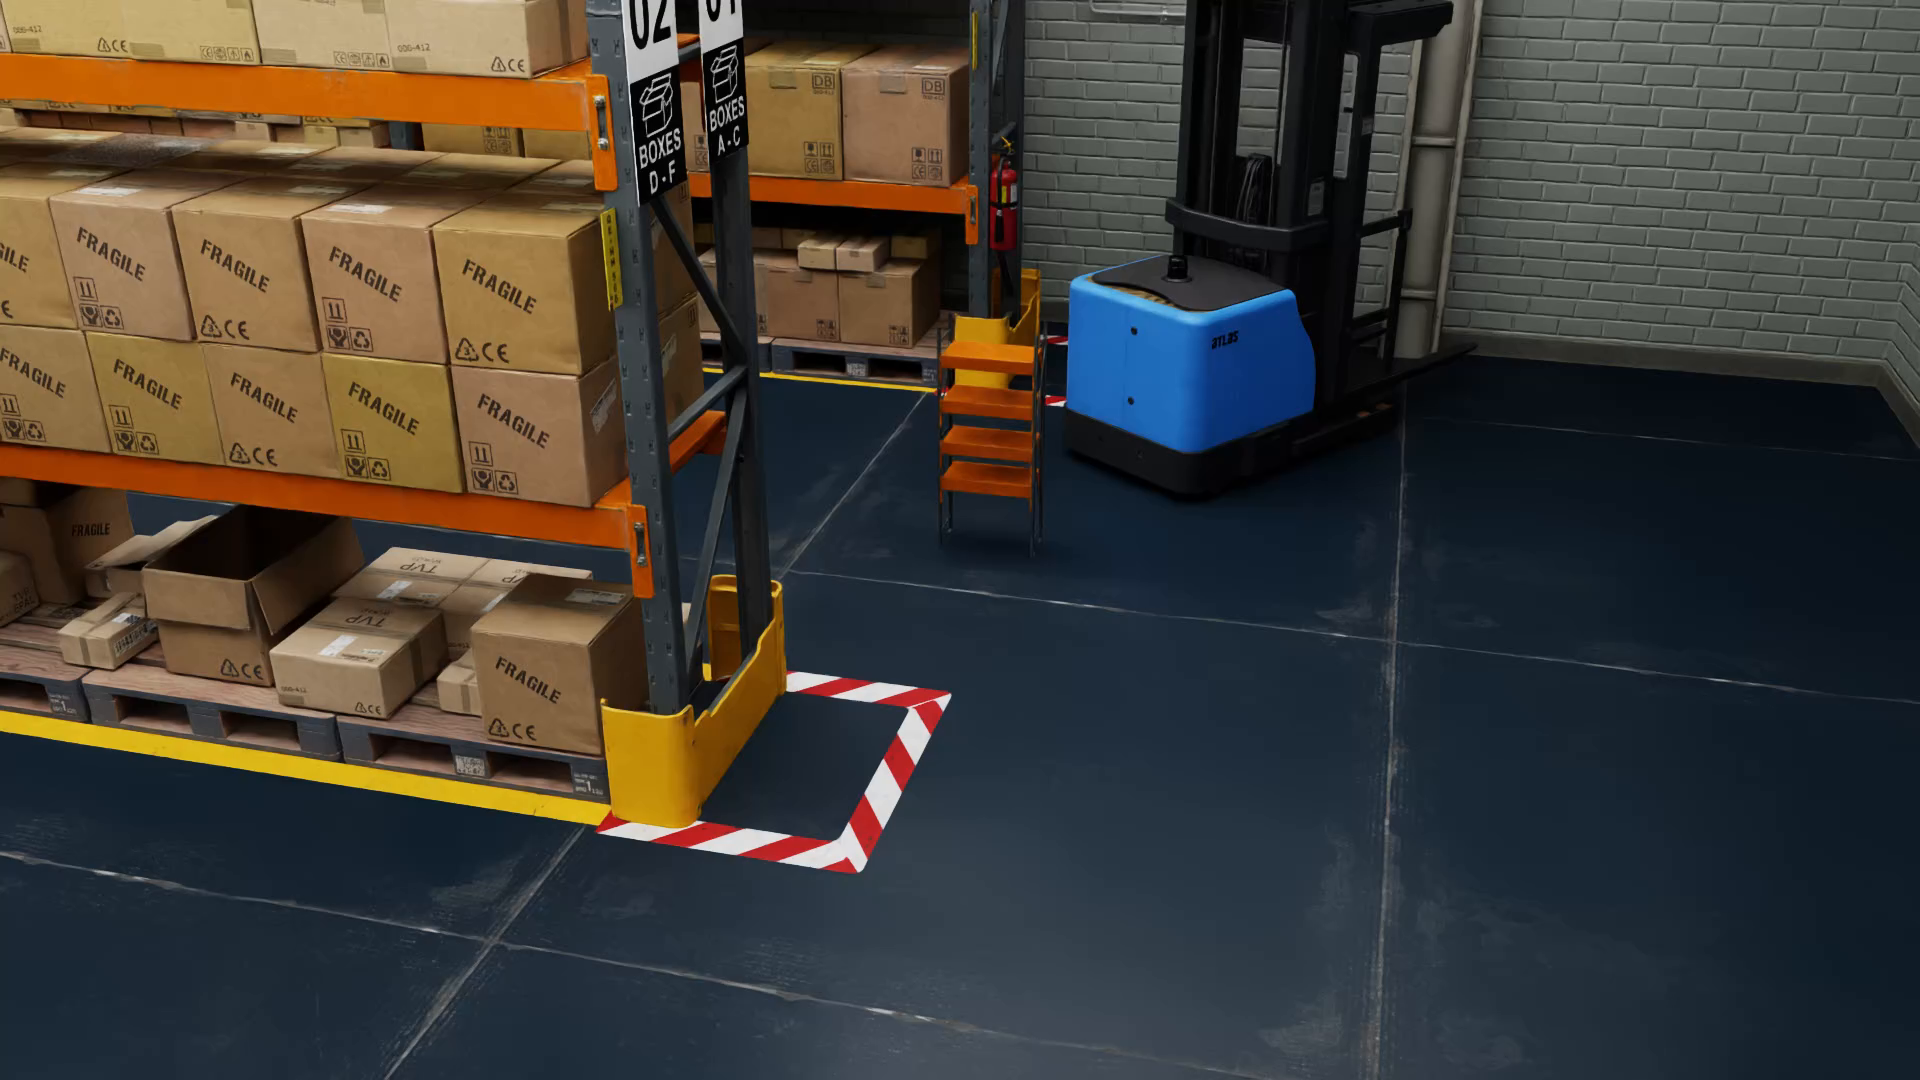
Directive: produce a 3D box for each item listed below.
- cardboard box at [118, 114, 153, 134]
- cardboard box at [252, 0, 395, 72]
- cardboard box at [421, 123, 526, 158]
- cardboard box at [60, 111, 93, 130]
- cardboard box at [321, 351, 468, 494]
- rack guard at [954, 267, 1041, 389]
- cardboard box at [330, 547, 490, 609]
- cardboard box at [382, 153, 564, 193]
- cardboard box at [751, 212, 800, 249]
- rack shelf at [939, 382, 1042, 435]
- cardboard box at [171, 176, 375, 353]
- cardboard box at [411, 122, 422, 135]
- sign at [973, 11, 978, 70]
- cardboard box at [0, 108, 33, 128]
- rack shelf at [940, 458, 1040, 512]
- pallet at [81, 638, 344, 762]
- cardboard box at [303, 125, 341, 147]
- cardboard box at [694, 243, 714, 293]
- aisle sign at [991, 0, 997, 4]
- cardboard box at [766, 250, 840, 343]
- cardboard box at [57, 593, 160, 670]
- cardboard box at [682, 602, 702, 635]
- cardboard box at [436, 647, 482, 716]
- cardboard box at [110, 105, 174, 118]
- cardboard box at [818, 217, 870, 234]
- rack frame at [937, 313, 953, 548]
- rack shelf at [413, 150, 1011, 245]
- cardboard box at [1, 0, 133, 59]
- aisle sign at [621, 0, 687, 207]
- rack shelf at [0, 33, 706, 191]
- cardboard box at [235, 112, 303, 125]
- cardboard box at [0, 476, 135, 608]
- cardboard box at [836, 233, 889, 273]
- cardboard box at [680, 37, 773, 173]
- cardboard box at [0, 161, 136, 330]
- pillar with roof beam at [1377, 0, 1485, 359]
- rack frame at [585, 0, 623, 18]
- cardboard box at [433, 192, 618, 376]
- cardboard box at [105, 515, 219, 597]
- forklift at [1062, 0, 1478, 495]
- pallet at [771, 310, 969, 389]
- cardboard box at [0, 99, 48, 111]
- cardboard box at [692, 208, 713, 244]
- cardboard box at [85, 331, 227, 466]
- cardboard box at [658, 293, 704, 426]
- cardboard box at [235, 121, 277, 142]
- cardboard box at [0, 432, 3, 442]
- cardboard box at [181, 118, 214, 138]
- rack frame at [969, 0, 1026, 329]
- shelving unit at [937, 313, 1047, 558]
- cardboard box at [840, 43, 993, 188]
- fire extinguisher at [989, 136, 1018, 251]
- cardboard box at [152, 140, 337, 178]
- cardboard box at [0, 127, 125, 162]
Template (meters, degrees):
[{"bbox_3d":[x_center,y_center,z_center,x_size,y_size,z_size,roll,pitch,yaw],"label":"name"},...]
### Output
[{"bbox_3d":[-5.759,-3.012,11.856,0.250,0.149,0.380,6,26,13],"label":"cardboard box"},{"bbox_3d":[-2.036,-1.778,5.681,0.500,0.250,0.500,6,26,13],"label":"cardboard box"},{"bbox_3d":[-3.113,-3.050,11.318,0.700,0.700,0.980,7,26,14],"label":"cardboard box"},{"bbox_3d":[-6.241,-3.078,11.994,0.250,0.149,0.380,7,26,14],"label":"cardboard box"},{"bbox_3d":[-1.996,-0.522,6.241,0.500,0.500,0.500,7,26,13],"label":"cardboard box"},{"bbox_3d":[0.263,-1.420,11.151,0.348,0.500,1.175,6,26,13],"label":"rack guard"},{"bbox_3d":[-2.415,0.271,7.378,0.500,0.250,0.500,6,26,13],"label":"cardboard box"},{"bbox_3d":[-1.863,-1.195,6.491,0.500,0.500,0.500,7,26,14],"label":"cardboard box"},{"bbox_3d":[-1.272,-2.116,11.370,0.250,0.149,0.380,7,26,14],"label":"cardboard box"},{"bbox_3d":[0.160,-0.665,8.388,0.480,0.148,0.258,6,26,13],"label":"rack shelf"},{"bbox_3d":[-2.483,-1.026,6.135,0.500,0.500,0.500,7,26,14],"label":"cardboard box"},{"bbox_3d":[-3.910,-2.994,11.817,0.250,0.149,0.380,5,26,11],"label":"cardboard box"},{"bbox_3d":[0.091,-2.957,9.848,0.005,0.325,0.100,6,26,13],"label":"sign"},{"bbox_3d":[-6.769,-3.077,11.993,0.250,0.149,0.380,7,26,15],"label":"cardboard box"},{"bbox_3d":[0.160,-0.284,8.569,0.480,0.148,0.258,6,26,13],"label":"rack shelf"},{"bbox_3d":[-3.015,0.546,7.358,1.213,0.211,1.003,6,26,13],"label":"pallet"},{"bbox_3d":[-4.283,-2.811,11.433,0.250,0.149,0.380,7,26,14],"label":"cardboard box"},{"bbox_3d":[-1.954,-1.807,11.475,0.500,0.500,0.700,7,26,14],"label":"cardboard box"},{"bbox_3d":[0.234,-3.592,9.782,0.004,0.787,0.394,6,26,13],"label":"aisle sign"},{"bbox_3d":[-0.948,-1.699,11.249,0.500,0.500,0.700,6,26,13],"label":"cardboard box"},{"bbox_3d":[-3.672,0.387,7.231,0.250,0.166,0.380,6,26,13],"label":"cardboard box"},{"bbox_3d":[-1.311,0.412,7.199,0.250,0.149,0.380,6,26,13],"label":"cardboard box"},{"bbox_3d":[-1.949,0.556,6.878,0.250,0.166,0.380,6,26,13],"label":"cardboard box"},{"bbox_3d":[-5.610,-3.272,11.647,0.500,0.500,0.500,7,26,14],"label":"cardboard box"},{"bbox_3d":[-0.783,-2.062,11.257,0.250,0.149,0.380,6,26,13],"label":"cardboard box"},{"bbox_3d":[-0.076,-0.550,8.510,0.015,1.200,0.240,6,26,13],"label":"rack frame"},{"bbox_3d":[-1.698,-2.440,11.223,4.000,0.370,1.077,6,26,13],"label":"rack shelf"},{"bbox_3d":[-3.003,-1.887,5.909,0.500,0.250,0.500,6,26,13],"label":"cardboard box"},{"bbox_3d":[-1.001,-1.527,5.445,0.004,0.787,0.394,6,26,13],"label":"aisle sign"},{"bbox_3d":[-2.928,-1.732,6.246,4.000,0.370,1.077,6,26,13],"label":"rack shelf"},{"bbox_3d":[-4.641,-3.163,11.418,0.500,0.500,0.500,7,26,13],"label":"cardboard box"},{"bbox_3d":[-4.242,-0.044,7.749,0.500,0.500,0.500,6,26,13],"label":"cardboard box"},{"bbox_3d":[-0.633,-1.876,10.866,0.250,0.149,0.380,6,26,12],"label":"cardboard box"},{"bbox_3d":[-1.701,-2.896,10.994,0.700,0.700,0.980,5,26,10],"label":"cardboard box"},{"bbox_3d":[-3.481,-1.135,6.366,0.500,0.500,0.500,6,26,11],"label":"cardboard box"},{"bbox_3d":[1.998,-3.539,5.714,0.400,9.000,9.100,6,26,13],"label":"pillar with roof beam"},{"bbox_3d":[-0.991,-3.197,4.997,0.127,3.000,1.000,6,26,13],"label":"rack frame"},{"bbox_3d":[-1.490,-0.918,5.910,0.500,0.500,0.500,6,26,13],"label":"cardboard box"},{"bbox_3d":[-3.516,0.122,7.621,0.500,0.311,0.500,6,26,13],"label":"cardboard box"},{"bbox_3d":[2.046,-2.087,9.724,3.031,2.935,1.130,-20,32,-36],"label":"forklift"},{"bbox_3d":[-0.555,-1.345,11.330,1.213,0.211,1.003,6,26,13],"label":"pallet"},{"bbox_3d":[-6.597,-3.378,11.869,0.500,0.500,0.500,7,26,15],"label":"cardboard box"},{"bbox_3d":[-1.766,-2.171,11.484,0.250,0.149,0.380,6,26,12],"label":"cardboard box"},{"bbox_3d":[-2.965,-0.632,6.472,0.500,0.500,0.500,6,26,12],"label":"cardboard box"},{"bbox_3d":[-1.355,-0.691,6.595,0.500,0.500,0.500,7,26,14],"label":"cardboard box"},{"bbox_3d":[-4.793,-2.861,11.539,0.250,0.149,0.380,6,26,13],"label":"cardboard box"},{"bbox_3d":[-3.942,-0.740,6.699,0.500,0.500,0.500,7,26,14],"label":"cardboard box"},{"bbox_3d":[-5.252,-2.948,11.721,0.250,0.149,0.380,6,26,12],"label":"cardboard box"},{"bbox_3d":[0.239,-2.551,10.619,0.127,3.000,1.000,6,26,13],"label":"rack frame"},{"bbox_3d":[0.160,-0.524,8.455,0.503,1.200,0.258,6,26,13],"label":"shelving unit"},{"bbox_3d":[-0.257,-2.737,10.661,0.700,0.700,0.980,8,26,15],"label":"cardboard box"},{"bbox_3d":[0.270,-2.140,10.278,0.183,0.674,0.296,6,26,13],"label":"fire extinguisher"},{"bbox_3d":[-2.839,-1.305,6.722,0.500,0.500,0.500,6,26,13],"label":"cardboard box"},{"bbox_3d":[-3.814,-1.413,6.949,0.500,0.500,0.500,6,26,12],"label":"cardboard box"}]
